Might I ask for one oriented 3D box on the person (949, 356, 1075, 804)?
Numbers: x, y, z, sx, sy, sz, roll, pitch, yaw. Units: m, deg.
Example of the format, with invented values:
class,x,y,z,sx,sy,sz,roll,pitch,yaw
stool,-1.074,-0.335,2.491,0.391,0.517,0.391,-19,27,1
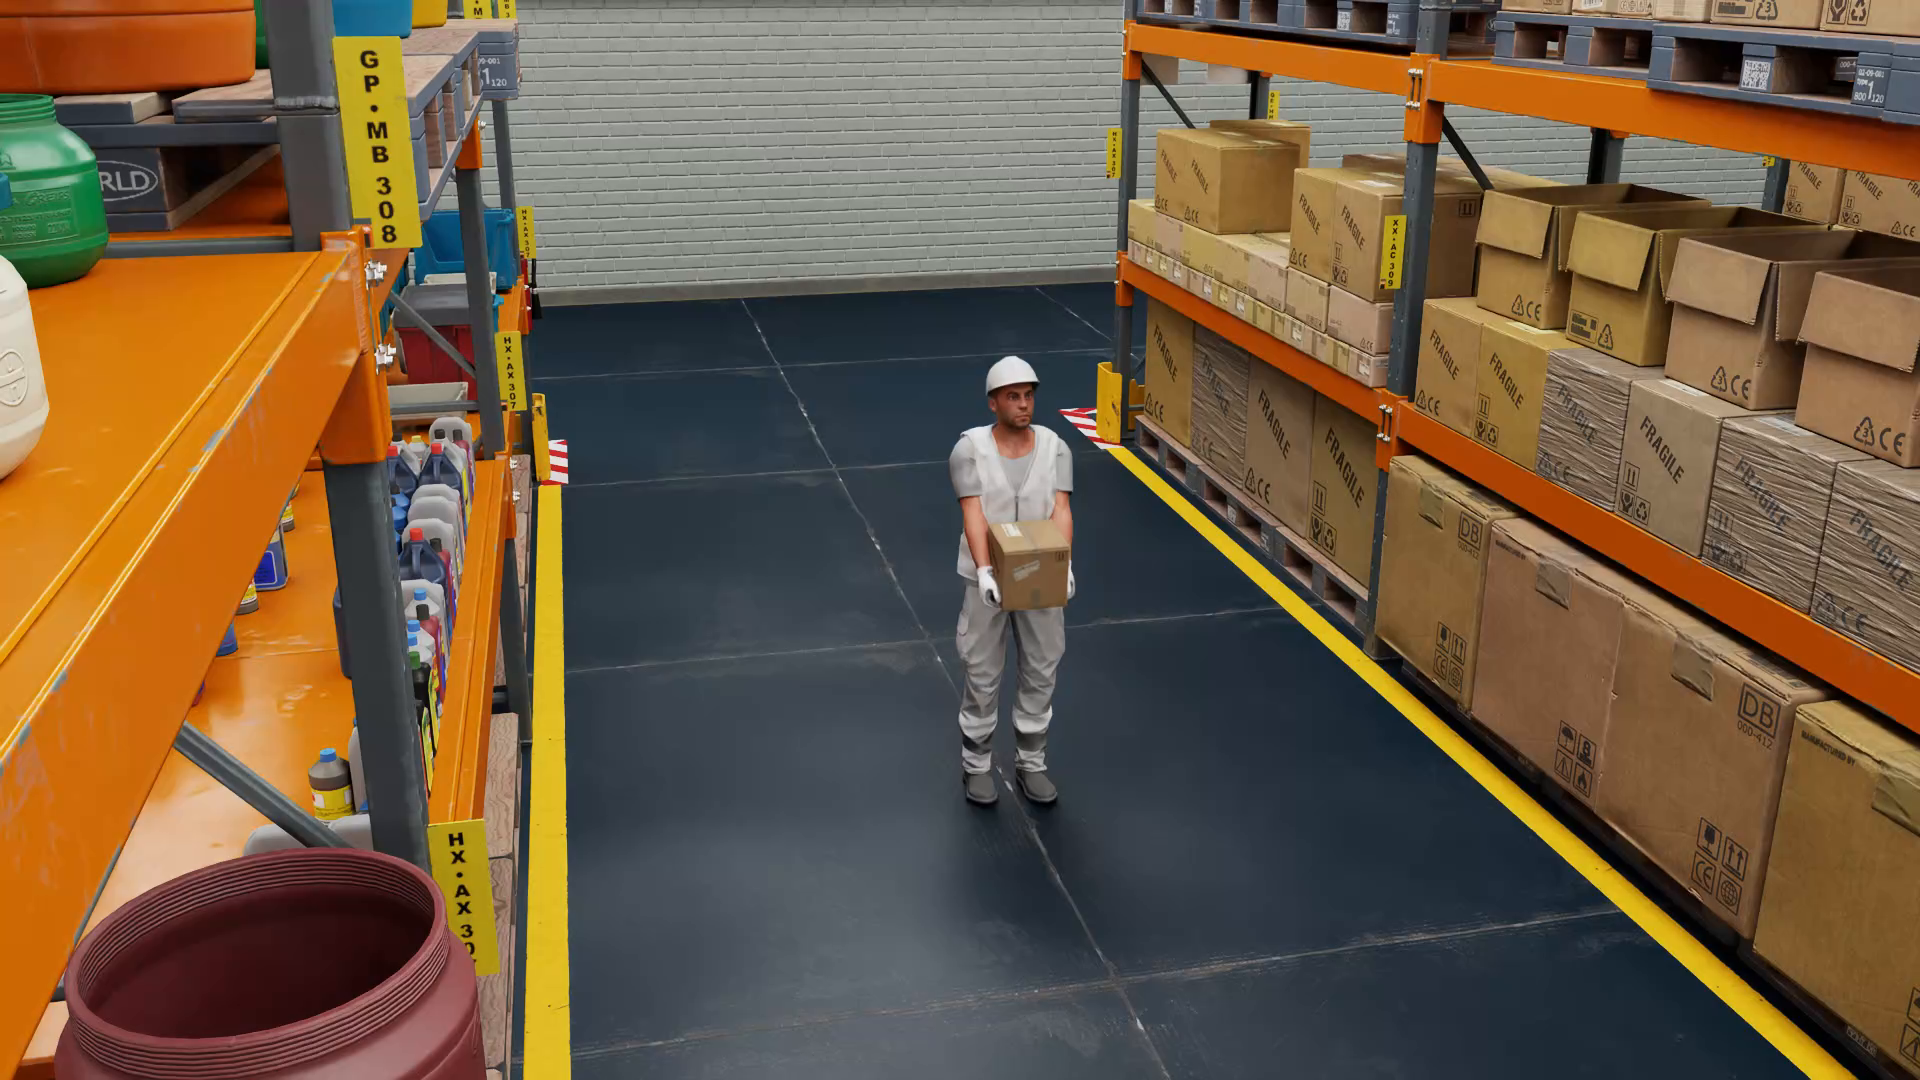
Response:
class,x,y,z,sx,sy,sz,roll,pitch,yaw
person,0.228,0.194,6.492,0.494,1.782,0.564,-4,20,-12
